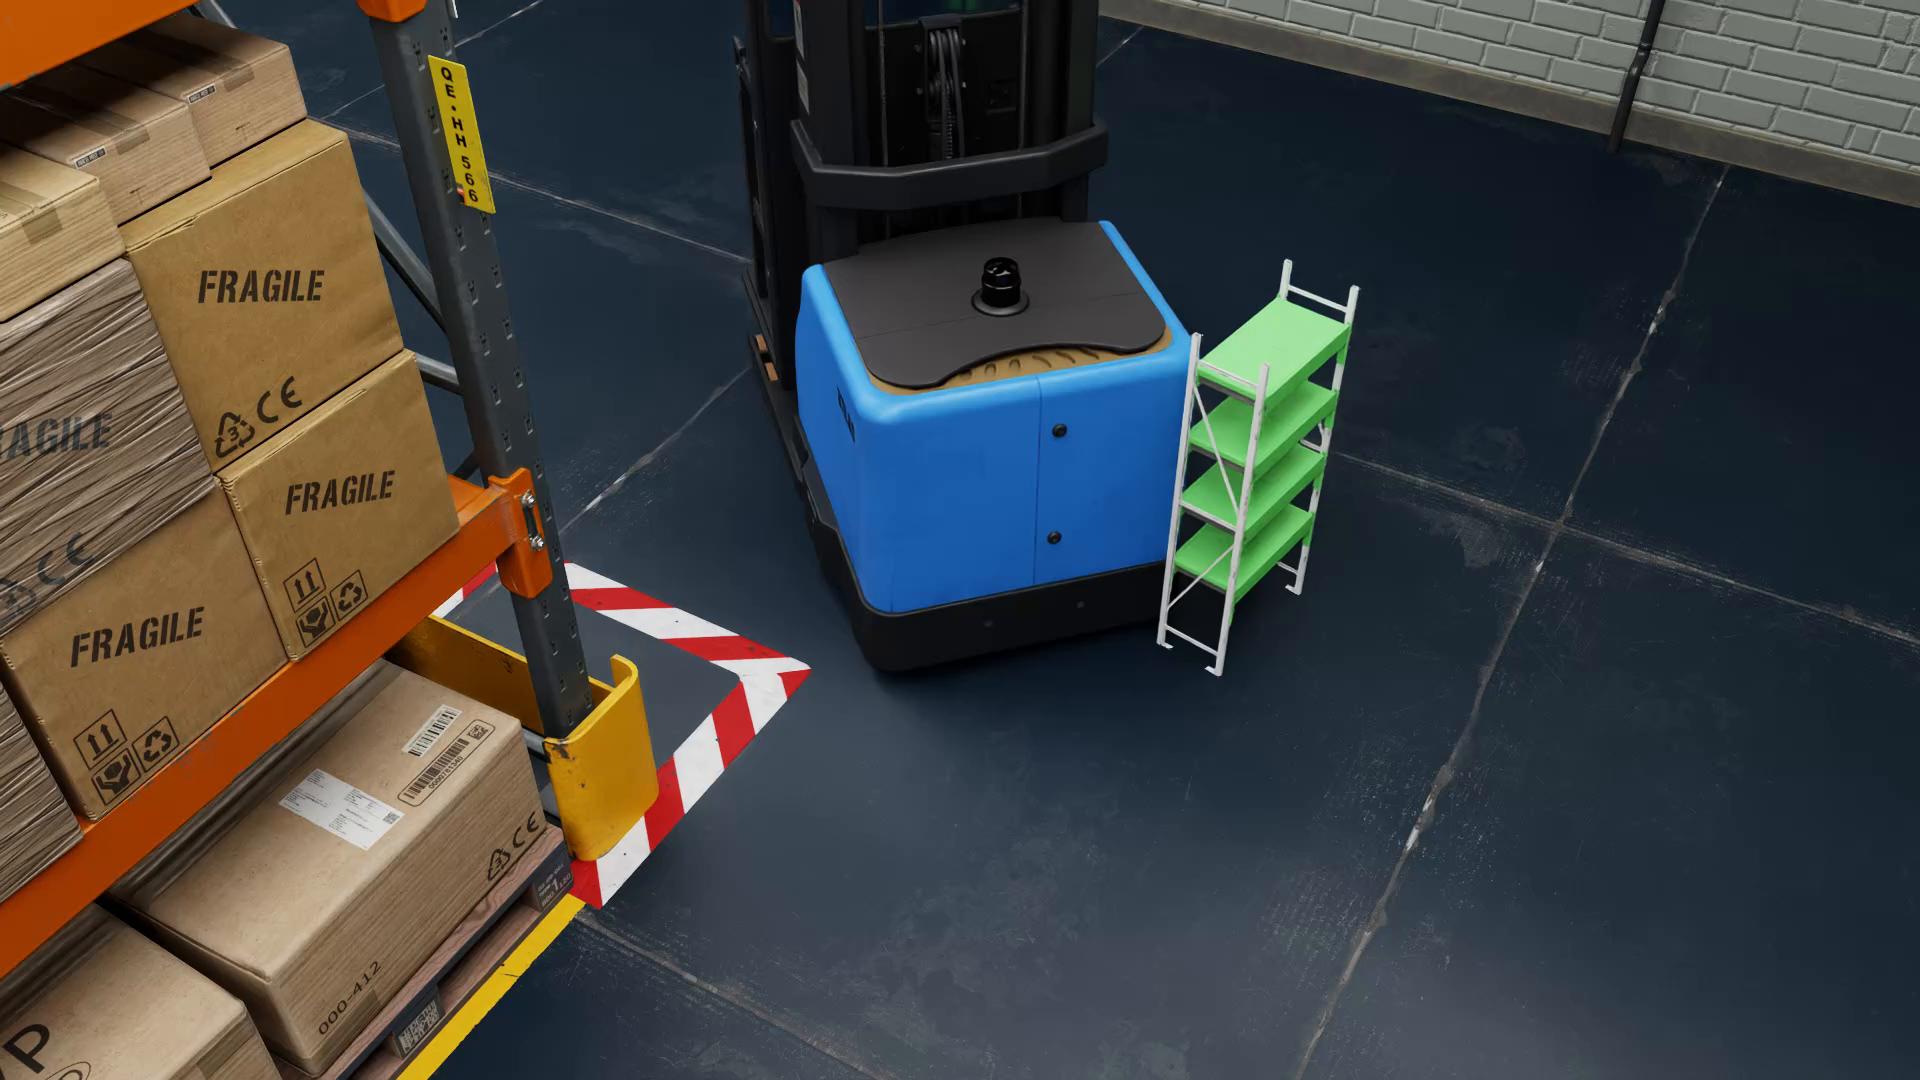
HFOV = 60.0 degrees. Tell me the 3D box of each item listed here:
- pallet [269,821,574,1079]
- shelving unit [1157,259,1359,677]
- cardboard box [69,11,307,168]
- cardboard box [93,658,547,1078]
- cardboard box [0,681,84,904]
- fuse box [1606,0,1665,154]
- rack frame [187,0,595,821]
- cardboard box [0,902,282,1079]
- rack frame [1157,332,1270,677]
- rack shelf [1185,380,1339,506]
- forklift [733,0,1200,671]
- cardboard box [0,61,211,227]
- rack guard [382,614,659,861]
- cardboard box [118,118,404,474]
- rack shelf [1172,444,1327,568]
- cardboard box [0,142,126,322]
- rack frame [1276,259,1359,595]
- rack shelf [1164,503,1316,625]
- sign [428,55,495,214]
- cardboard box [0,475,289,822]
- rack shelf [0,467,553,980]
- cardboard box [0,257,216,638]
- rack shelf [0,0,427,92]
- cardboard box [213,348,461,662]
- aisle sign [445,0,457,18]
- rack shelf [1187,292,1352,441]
[{"bbox_3d":[-1.799,1.054,4.394,1.003,0.211,1.213,21,45,22],"label":"pallet"},{"bbox_3d":[0.889,-0.194,5.062,0.258,1.200,0.503,28,49,28],"label":"shelving unit"},{"bbox_3d":[-1.473,-0.861,3.135,0.380,0.149,0.250,22,46,23],"label":"cardboard box"},{"bbox_3d":[-1.710,0.739,4.263,0.875,0.438,0.875,19,45,21],"label":"cardboard box"},{"bbox_3d":[-1.992,0.430,2.917,0.500,0.500,0.500,22,46,23],"label":"cardboard box"},{"bbox_3d":[3.080,-2.449,7.236,0.539,1.711,0.414,21,45,22],"label":"fuse box"},{"bbox_3d":[-1.467,-0.476,4.021,1.000,3.000,0.127,21,45,22],"label":"rack frame"},{"bbox_3d":[-2.161,1.265,3.665,0.875,0.438,0.875,22,46,23],"label":"cardboard box"},{"bbox_3d":[0.734,-0.069,4.920,0.240,1.200,0.015,28,49,28],"label":"rack frame"},{"bbox_3d":[0.889,-0.326,4.945,0.258,0.148,0.480,28,49,28],"label":"rack shelf"},{"bbox_3d":[-0.192,-1.677,5.437,1.130,2.935,3.031,-11,43,-12],"label":"forklift"},{"bbox_3d":[-1.579,-0.708,2.961,0.380,0.149,0.250,22,46,23],"label":"cardboard box"},{"bbox_3d":[-1.455,0.448,4.863,1.175,0.500,0.348,21,45,22],"label":"rack guard"},{"bbox_3d":[-1.502,-0.534,3.255,0.500,0.500,0.500,22,46,23],"label":"cardboard box"},{"bbox_3d":[0.888,-0.146,5.104,0.258,0.148,0.480,28,49,28],"label":"rack shelf"},{"bbox_3d":[-1.635,-0.532,2.761,0.380,0.149,0.250,20,45,22],"label":"cardboard box"},{"bbox_3d":[1.043,-0.319,5.203,0.240,1.200,0.015,28,49,28],"label":"rack frame"},{"bbox_3d":[0.888,0.034,5.263,0.258,0.148,0.480,28,49,28],"label":"rack shelf"},{"bbox_3d":[-1.004,-0.812,3.347,0.100,0.325,0.005,21,45,22],"label":"sign"},{"bbox_3d":[-1.743,0.132,3.255,0.500,0.500,0.500,20,45,21],"label":"cardboard box"},{"bbox_3d":[-2.468,0.938,2.959,1.077,0.370,4.000,21,45,22],"label":"rack shelf"},{"bbox_3d":[-1.738,-0.226,2.904,0.500,0.500,0.500,21,46,22],"label":"cardboard box"},{"bbox_3d":[-2.468,-0.187,1.968,1.077,0.370,4.000,21,45,22],"label":"rack shelf"},{"bbox_3d":[-1.479,-0.150,3.575,0.500,0.500,0.500,21,46,22],"label":"cardboard box"},{"bbox_3d":[-1.162,-1.390,3.092,0.394,0.787,0.004,21,45,22],"label":"aisle sign"},{"bbox_3d":[0.890,-0.506,4.786,0.258,0.148,0.480,28,49,28],"label":"rack shelf"}]
